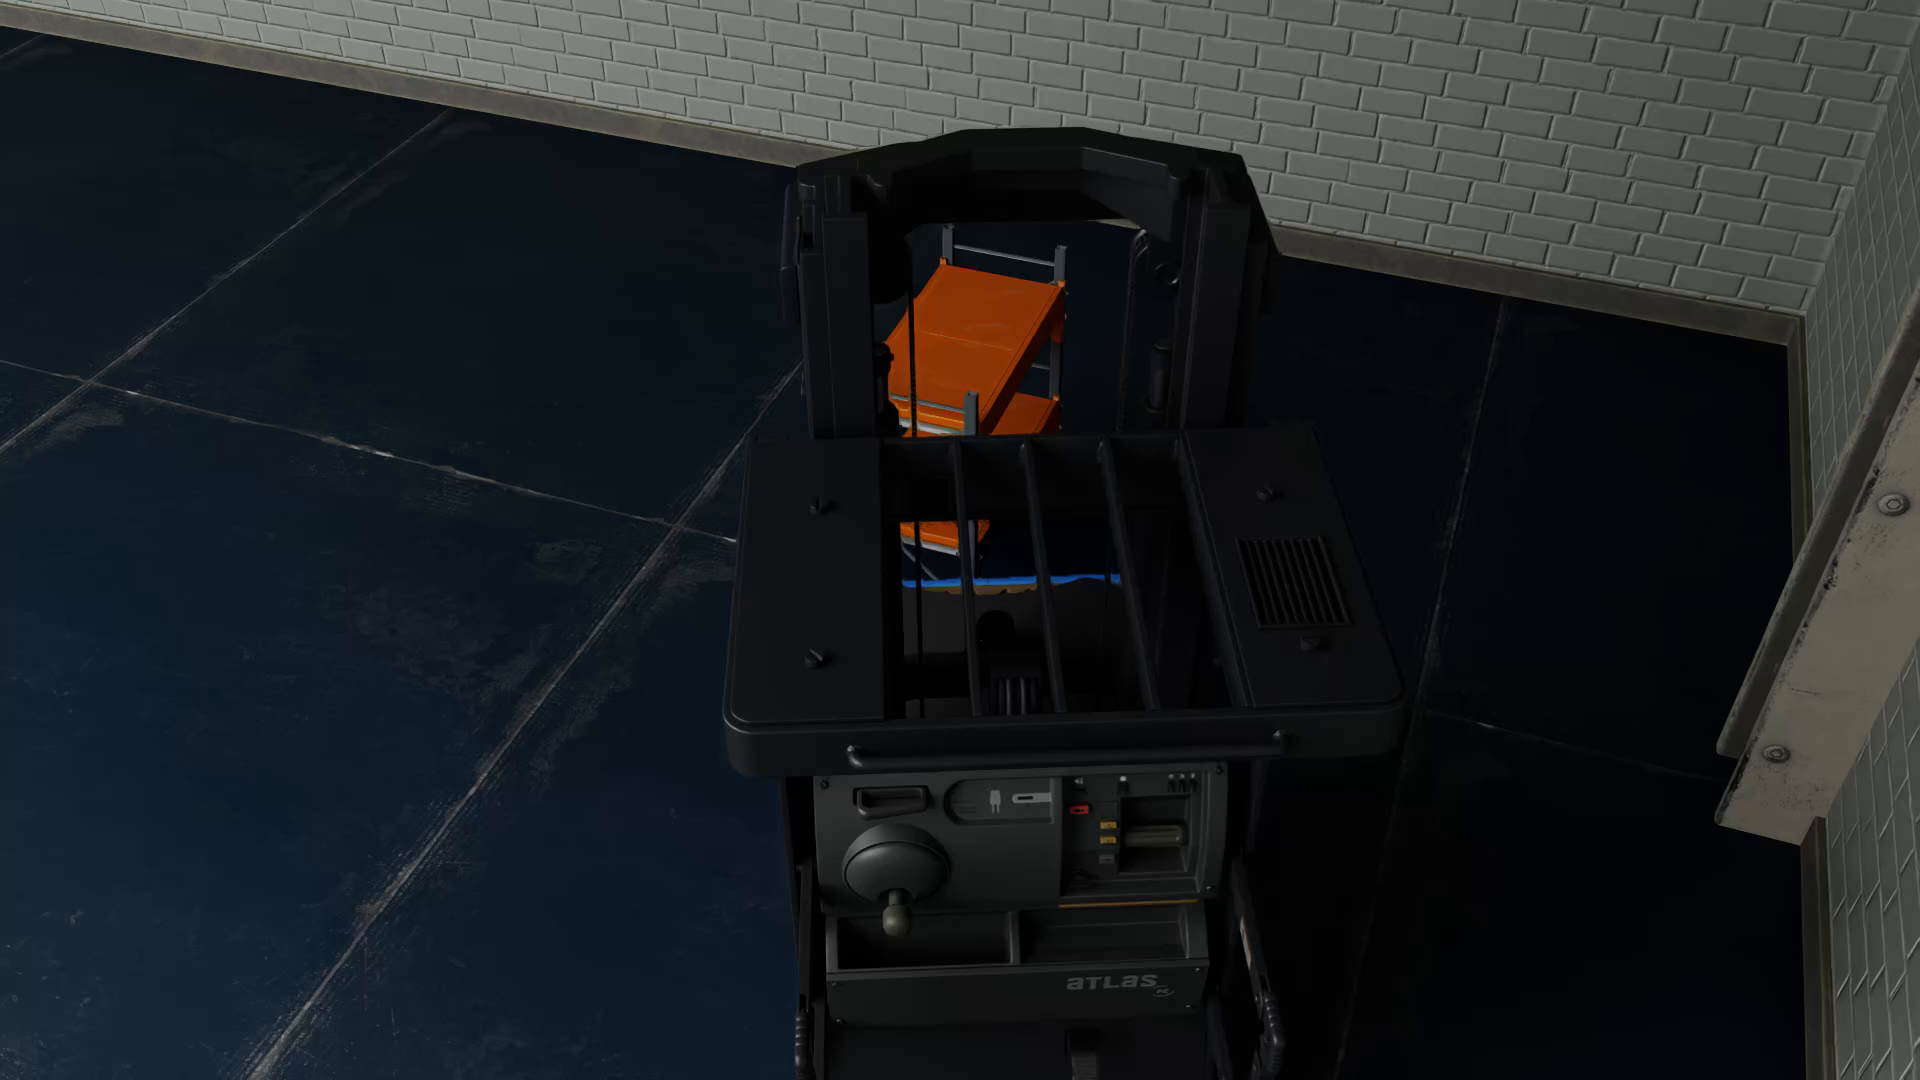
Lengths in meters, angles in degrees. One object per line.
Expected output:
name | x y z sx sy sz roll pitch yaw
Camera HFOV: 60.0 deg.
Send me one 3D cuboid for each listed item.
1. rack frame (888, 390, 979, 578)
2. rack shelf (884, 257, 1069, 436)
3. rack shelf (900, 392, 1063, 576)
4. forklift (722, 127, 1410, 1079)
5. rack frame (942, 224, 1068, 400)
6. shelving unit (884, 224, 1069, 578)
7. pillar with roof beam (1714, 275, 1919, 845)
rack frame | -0.176 -0.114 6.017 0.500 1.125 0.032 13 42 15
rack shelf | -0.002 -0.646 6.190 0.538 0.278 1.000 13 42 15
rack shelf | -0.002 -0.238 6.539 0.538 0.278 1.000 13 42 15
forklift | 0.152 0.763 3.598 1.130 2.935 3.031 -2 41 -2
rack frame | 0.172 -0.734 6.743 0.500 1.125 0.032 13 42 15
shelving unit | -0.002 -0.424 6.380 0.538 1.125 1.048 13 42 15
pillar with roof beam | -1.280 -3.506 3.926 9.100 9.000 0.400 13 42 15
